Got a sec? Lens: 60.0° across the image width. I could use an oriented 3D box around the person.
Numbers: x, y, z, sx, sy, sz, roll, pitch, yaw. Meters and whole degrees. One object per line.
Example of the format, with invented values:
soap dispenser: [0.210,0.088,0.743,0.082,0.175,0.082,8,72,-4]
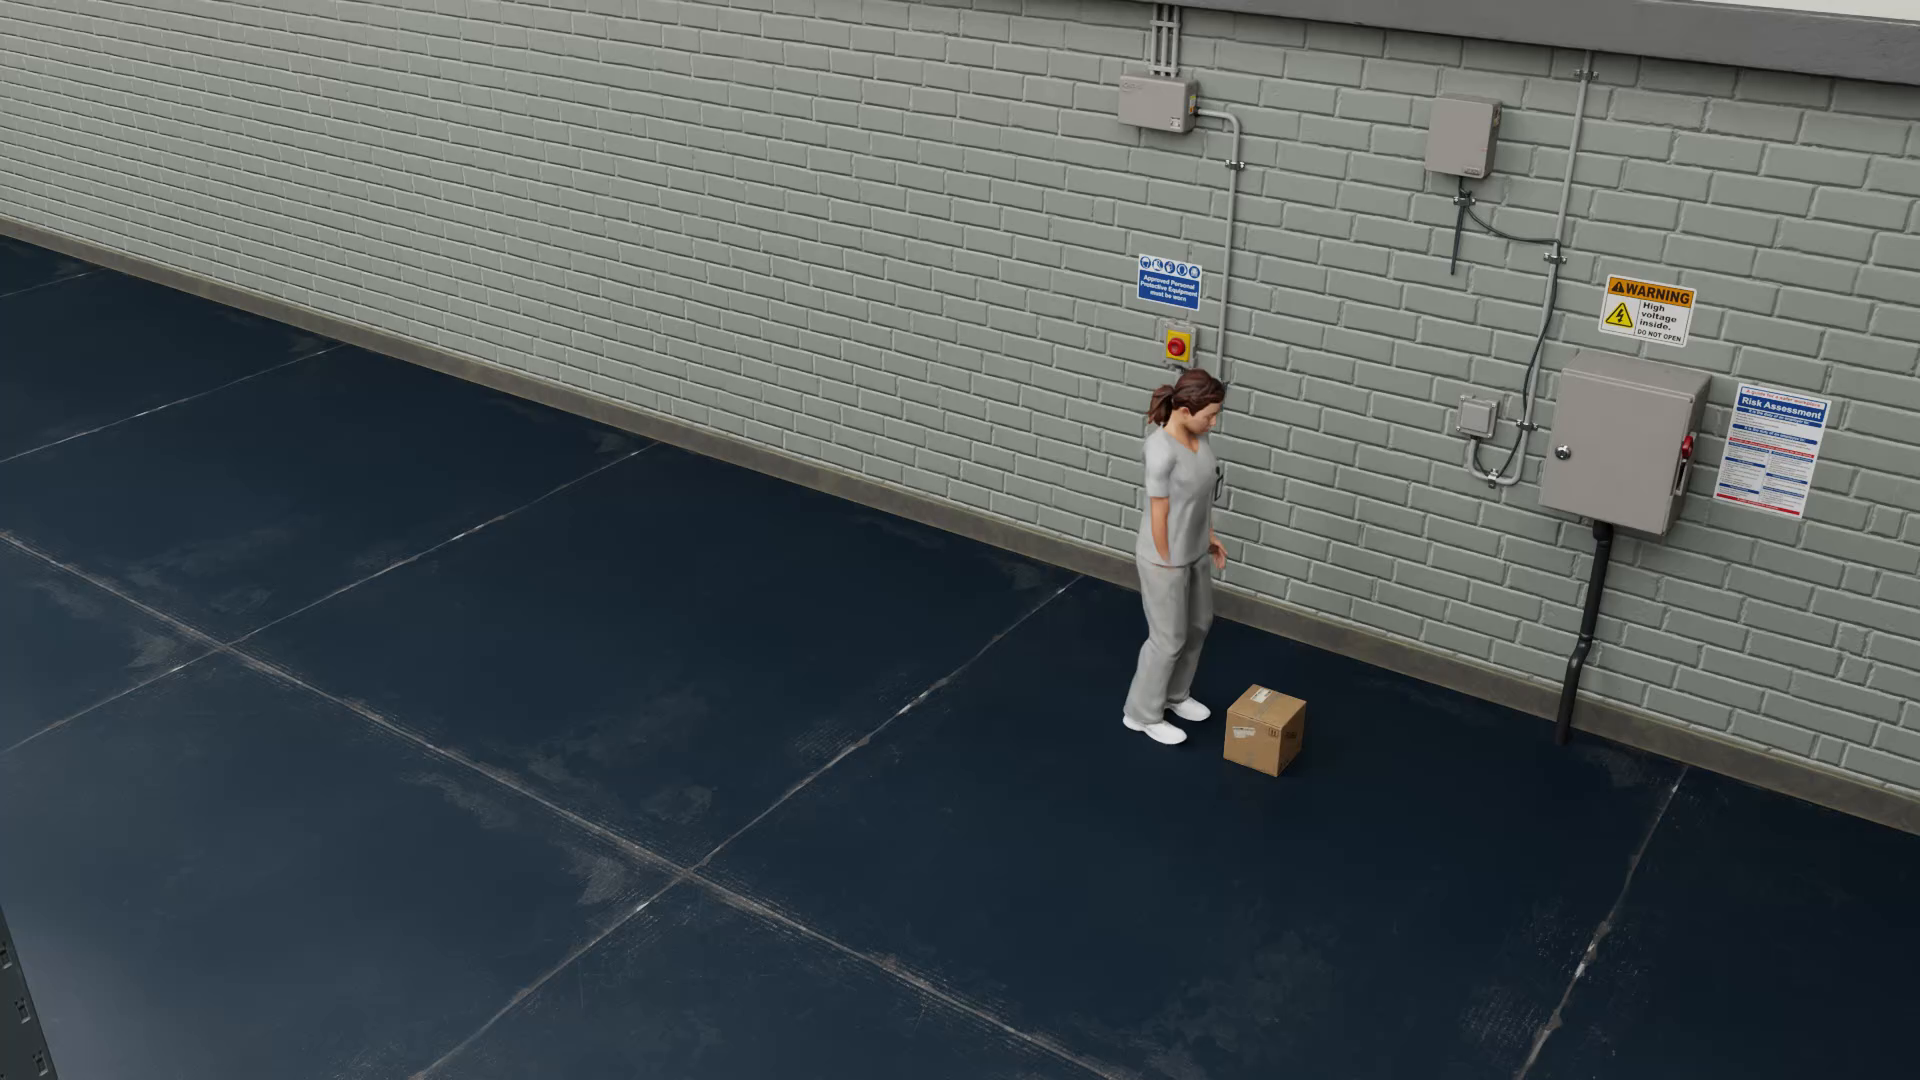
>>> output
person: [0.915,0.052,7.035,0.355,1.665,0.447,18,32,31]
